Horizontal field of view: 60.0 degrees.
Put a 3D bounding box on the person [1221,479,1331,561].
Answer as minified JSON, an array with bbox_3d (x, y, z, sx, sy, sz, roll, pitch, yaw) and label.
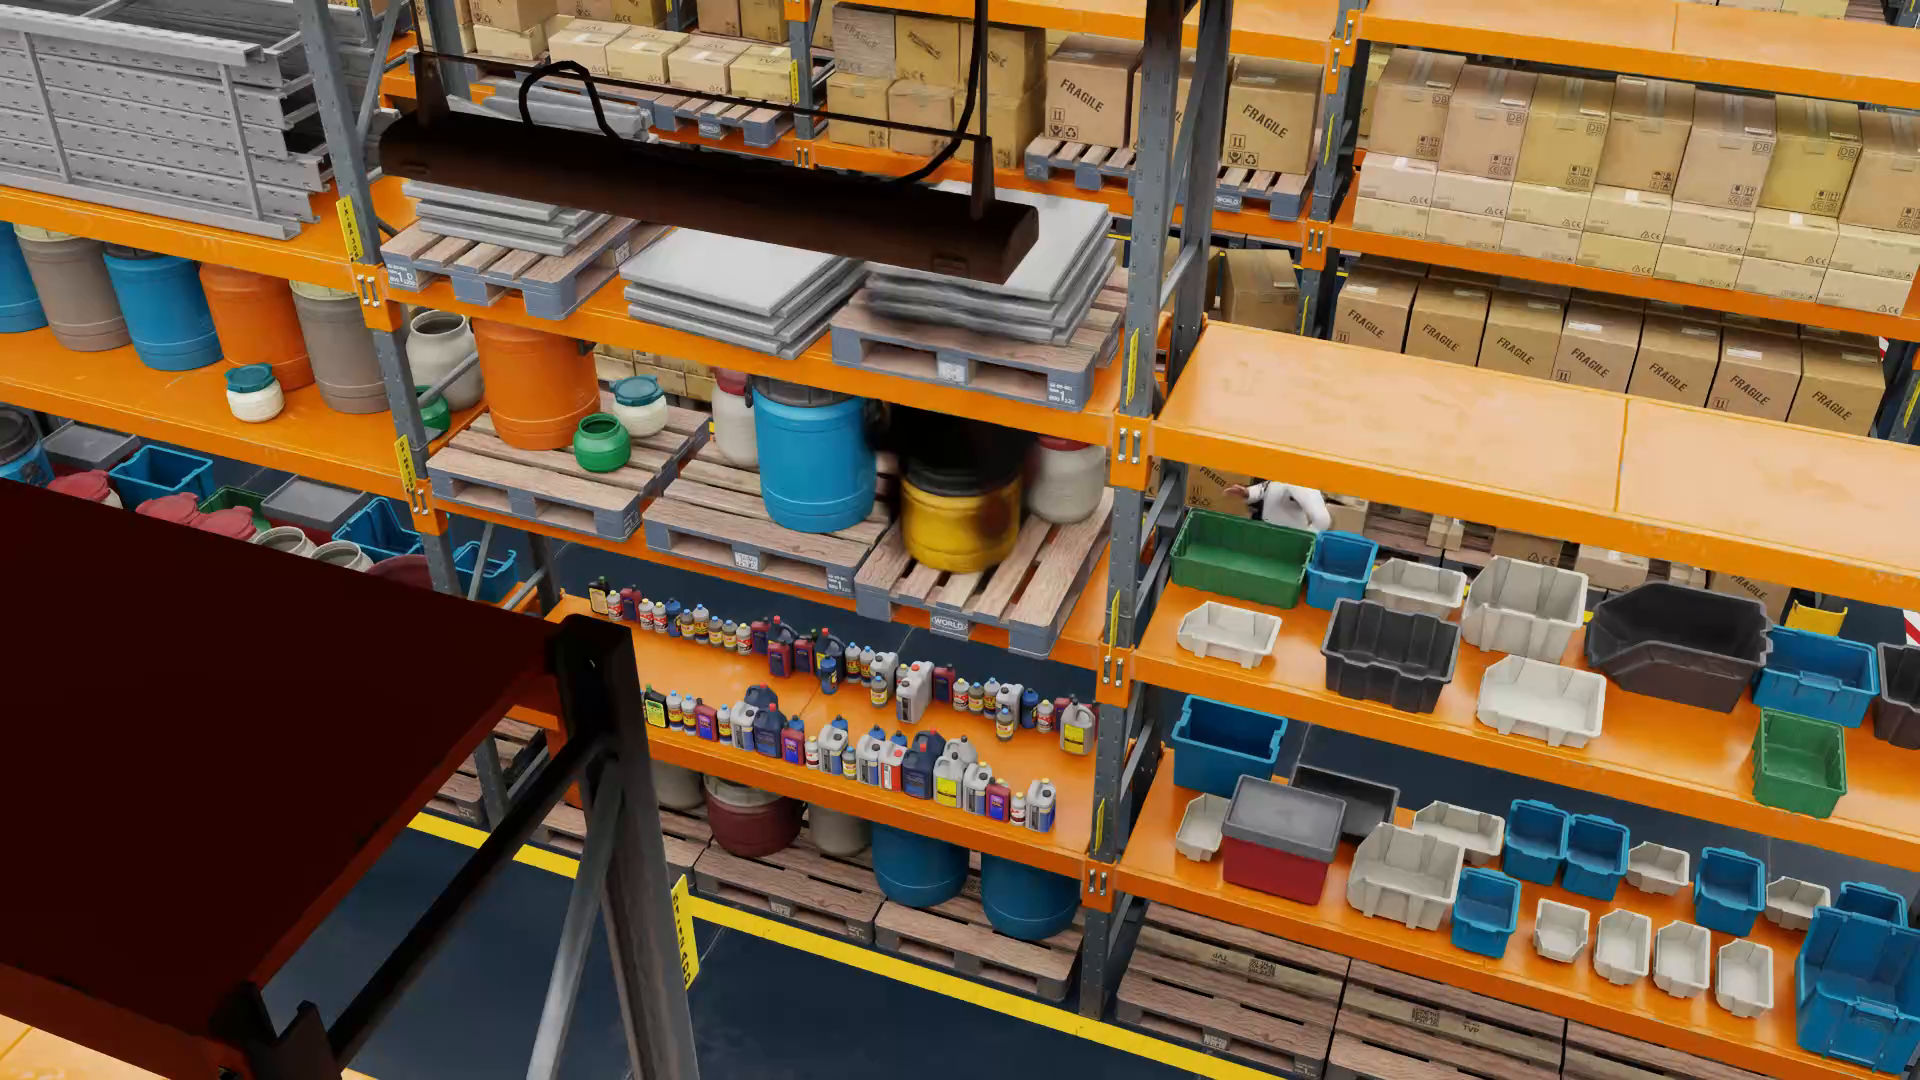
[{"bbox_3d":[2.187,0.057,11.388,0.879,1.895,0.668,10,38,13],"label":"person"}]
